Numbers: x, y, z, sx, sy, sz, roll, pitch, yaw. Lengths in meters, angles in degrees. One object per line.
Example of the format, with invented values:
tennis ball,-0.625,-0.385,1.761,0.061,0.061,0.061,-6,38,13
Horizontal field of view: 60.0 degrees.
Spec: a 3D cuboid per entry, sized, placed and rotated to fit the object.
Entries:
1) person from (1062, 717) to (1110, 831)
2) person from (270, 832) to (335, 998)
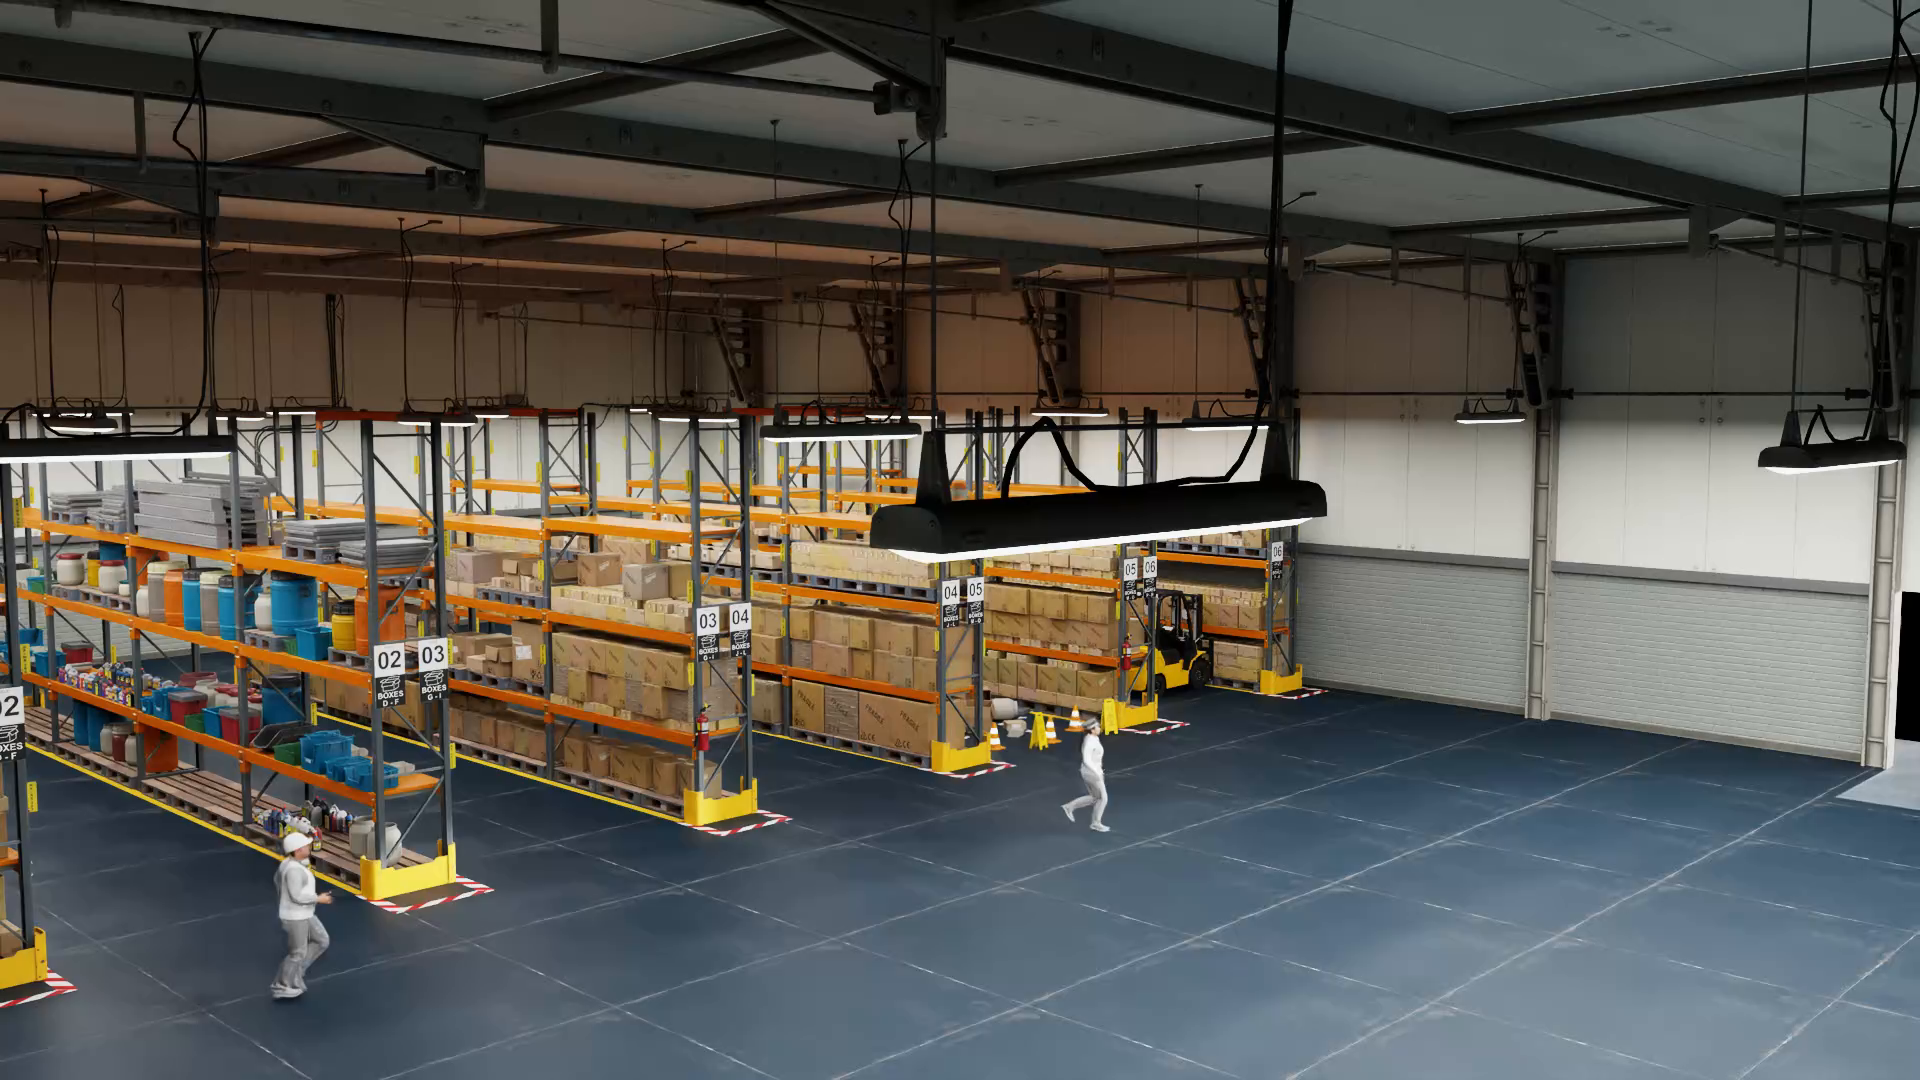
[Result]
person,1.839,3.382,24.064,0.660,1.668,0.642,0,5,-2
person,-6.883,3.916,17.393,0.666,1.755,0.647,-2,5,-18
